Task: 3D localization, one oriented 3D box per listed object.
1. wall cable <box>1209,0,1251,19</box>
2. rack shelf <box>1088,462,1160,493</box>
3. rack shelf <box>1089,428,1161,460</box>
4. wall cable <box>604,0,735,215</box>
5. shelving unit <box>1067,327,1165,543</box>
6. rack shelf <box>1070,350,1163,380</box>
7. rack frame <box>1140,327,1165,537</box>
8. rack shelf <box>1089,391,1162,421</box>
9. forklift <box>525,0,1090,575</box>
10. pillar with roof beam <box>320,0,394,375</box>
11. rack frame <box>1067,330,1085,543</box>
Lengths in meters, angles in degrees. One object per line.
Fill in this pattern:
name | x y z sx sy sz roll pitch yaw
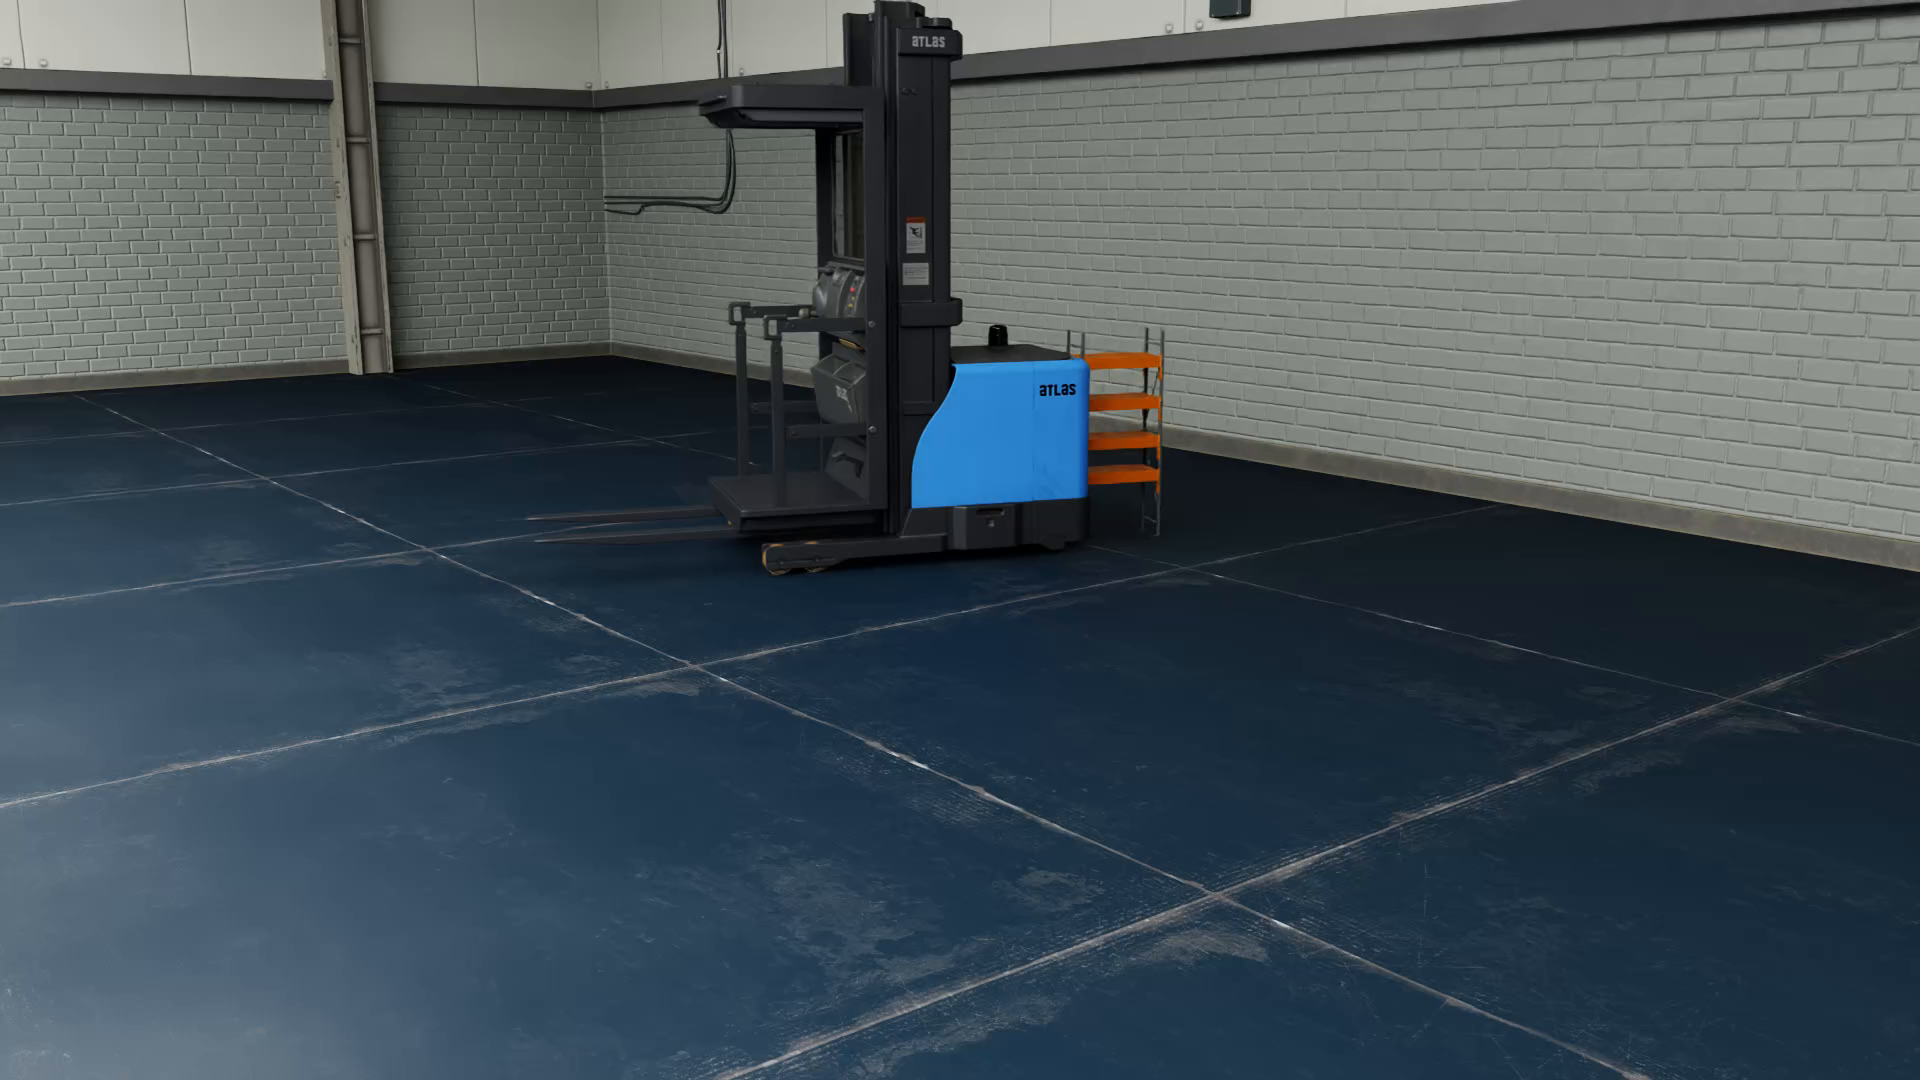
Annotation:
wall cable | 2.554 -6.540 10.576 0.169 6.003 2.305 -9 15 -38
rack shelf | 0.889 -0.352 9.676 0.480 0.148 0.258 -4 13 -18
rack shelf | 0.889 -0.546 9.635 0.480 0.148 0.258 -4 13 -18
wall cable | -3.364 -4.899 18.513 0.112 2.526 3.097 -9 15 -38
shelving unit | 0.889 -0.612 9.621 0.503 1.200 0.258 -4 13 -18
rack shelf | 0.889 -0.996 9.539 0.480 0.148 0.258 -4 13 -18
rack frame | 1.122 -0.627 9.695 0.015 1.200 0.240 -4 13 -18
rack shelf | 0.889 -0.765 9.588 0.480 0.148 0.258 -4 13 -18
forklift | -0.845 -1.371 9.030 3.031 2.935 1.130 -4 13 -18
pillar with roof beam | -3.801 -5.552 14.112 0.400 9.000 9.100 -9 15 -38
rack frame | 0.657 -0.596 9.547 0.015 1.200 0.240 -4 13 -18
